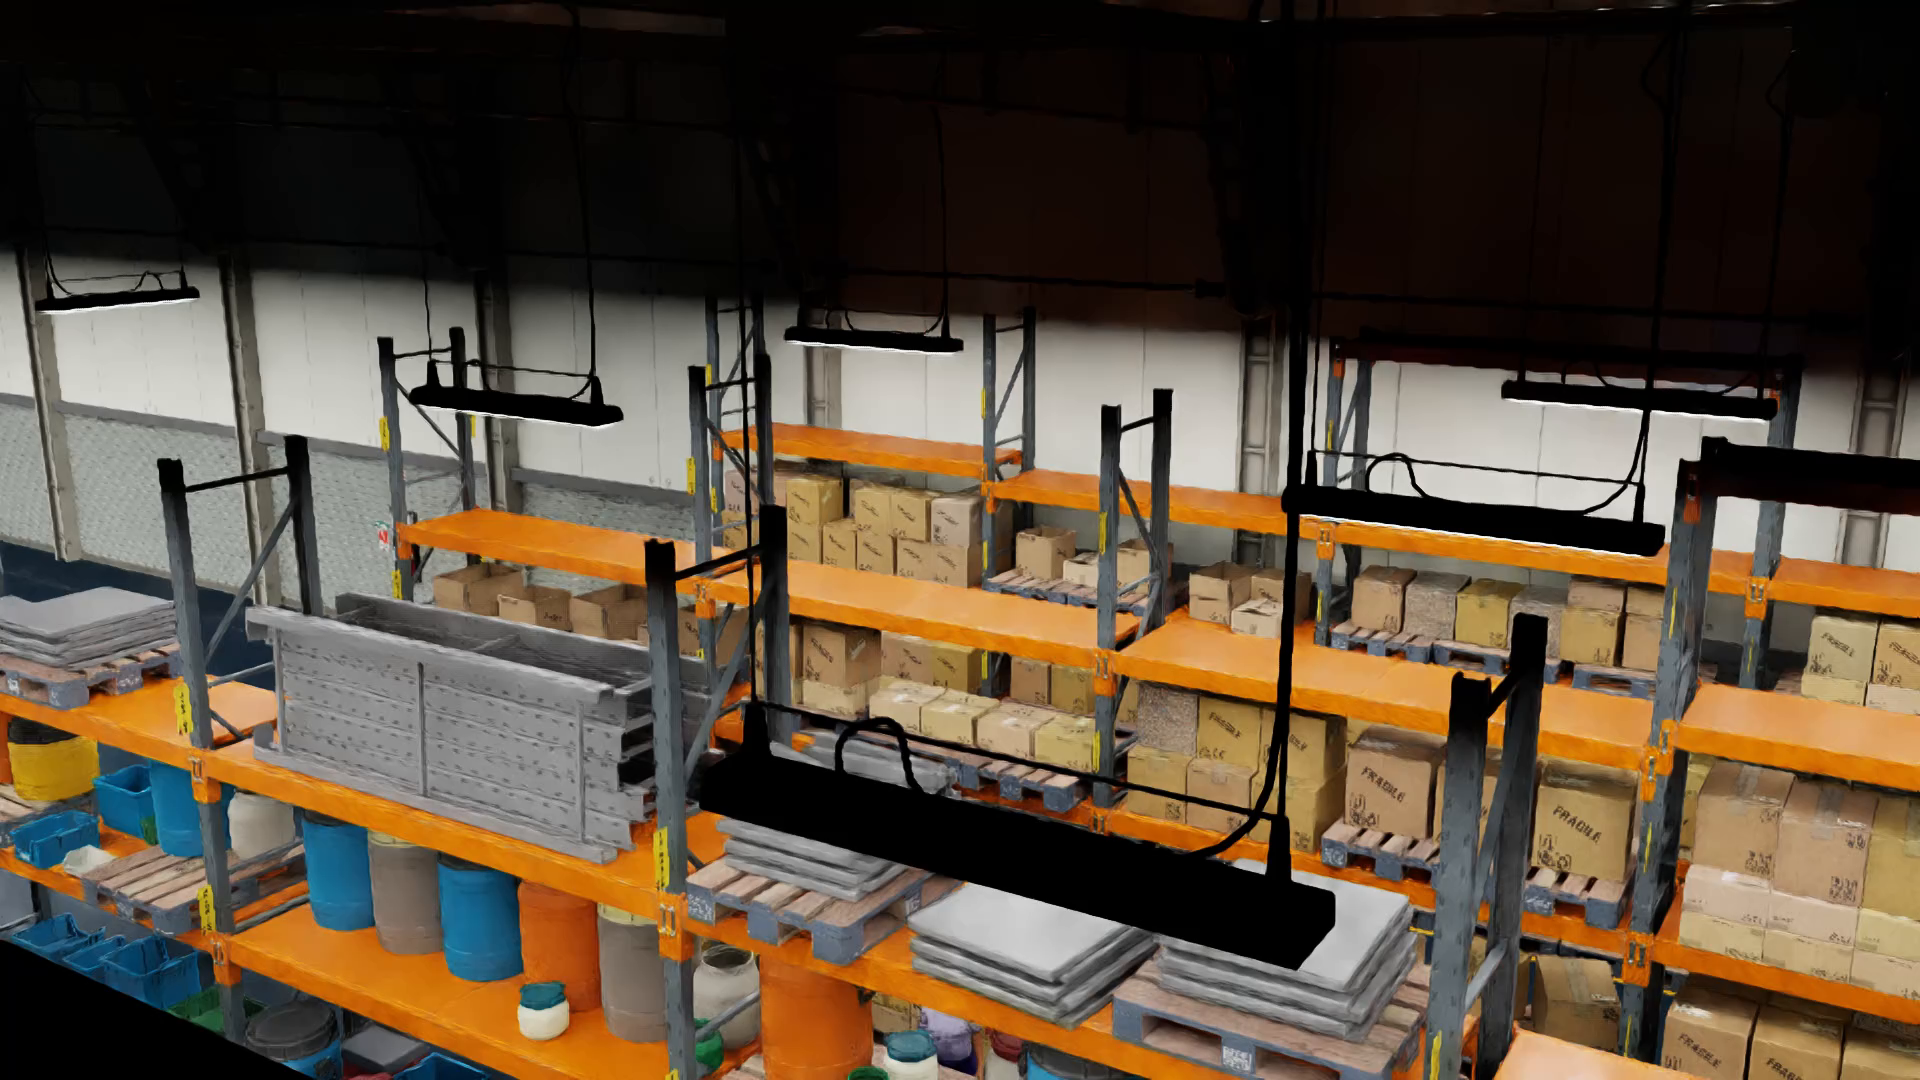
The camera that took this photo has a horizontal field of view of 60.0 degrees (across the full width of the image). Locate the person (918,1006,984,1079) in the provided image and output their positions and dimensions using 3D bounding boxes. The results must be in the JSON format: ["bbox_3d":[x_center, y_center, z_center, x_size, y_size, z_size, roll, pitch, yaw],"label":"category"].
[{"bbox_3d":[-0.089,4.143,13.000,0.574,1.657,0.445,2,14,8],"label":"person"}]
